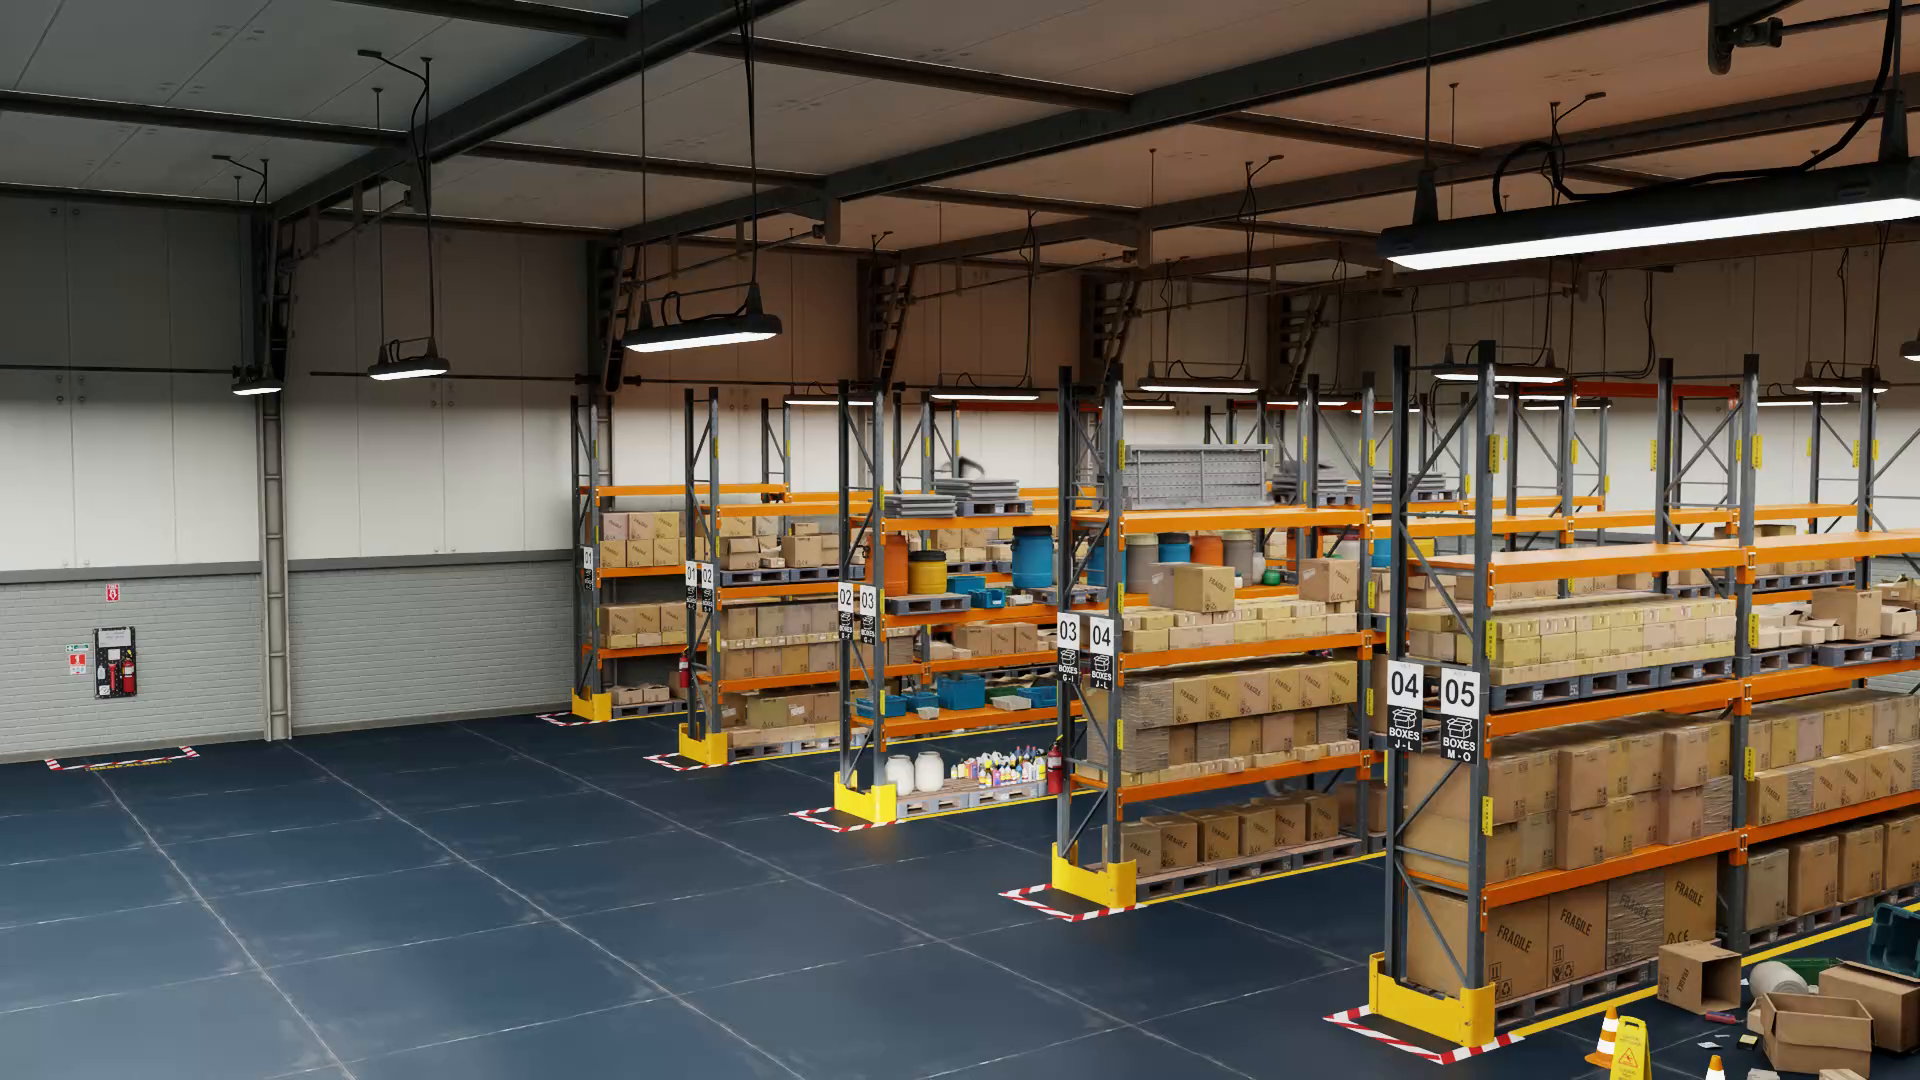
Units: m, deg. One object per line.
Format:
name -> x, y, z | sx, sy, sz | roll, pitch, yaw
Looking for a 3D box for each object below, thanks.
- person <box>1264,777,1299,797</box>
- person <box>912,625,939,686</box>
person -> 4.462, 3.015, 22.770 | 0.637, 1.633, 0.694 | 0, 3, 2
person -> -0.560, 2.405, 32.340 | 1.103, 1.624, 0.708 | -1, 4, -22
